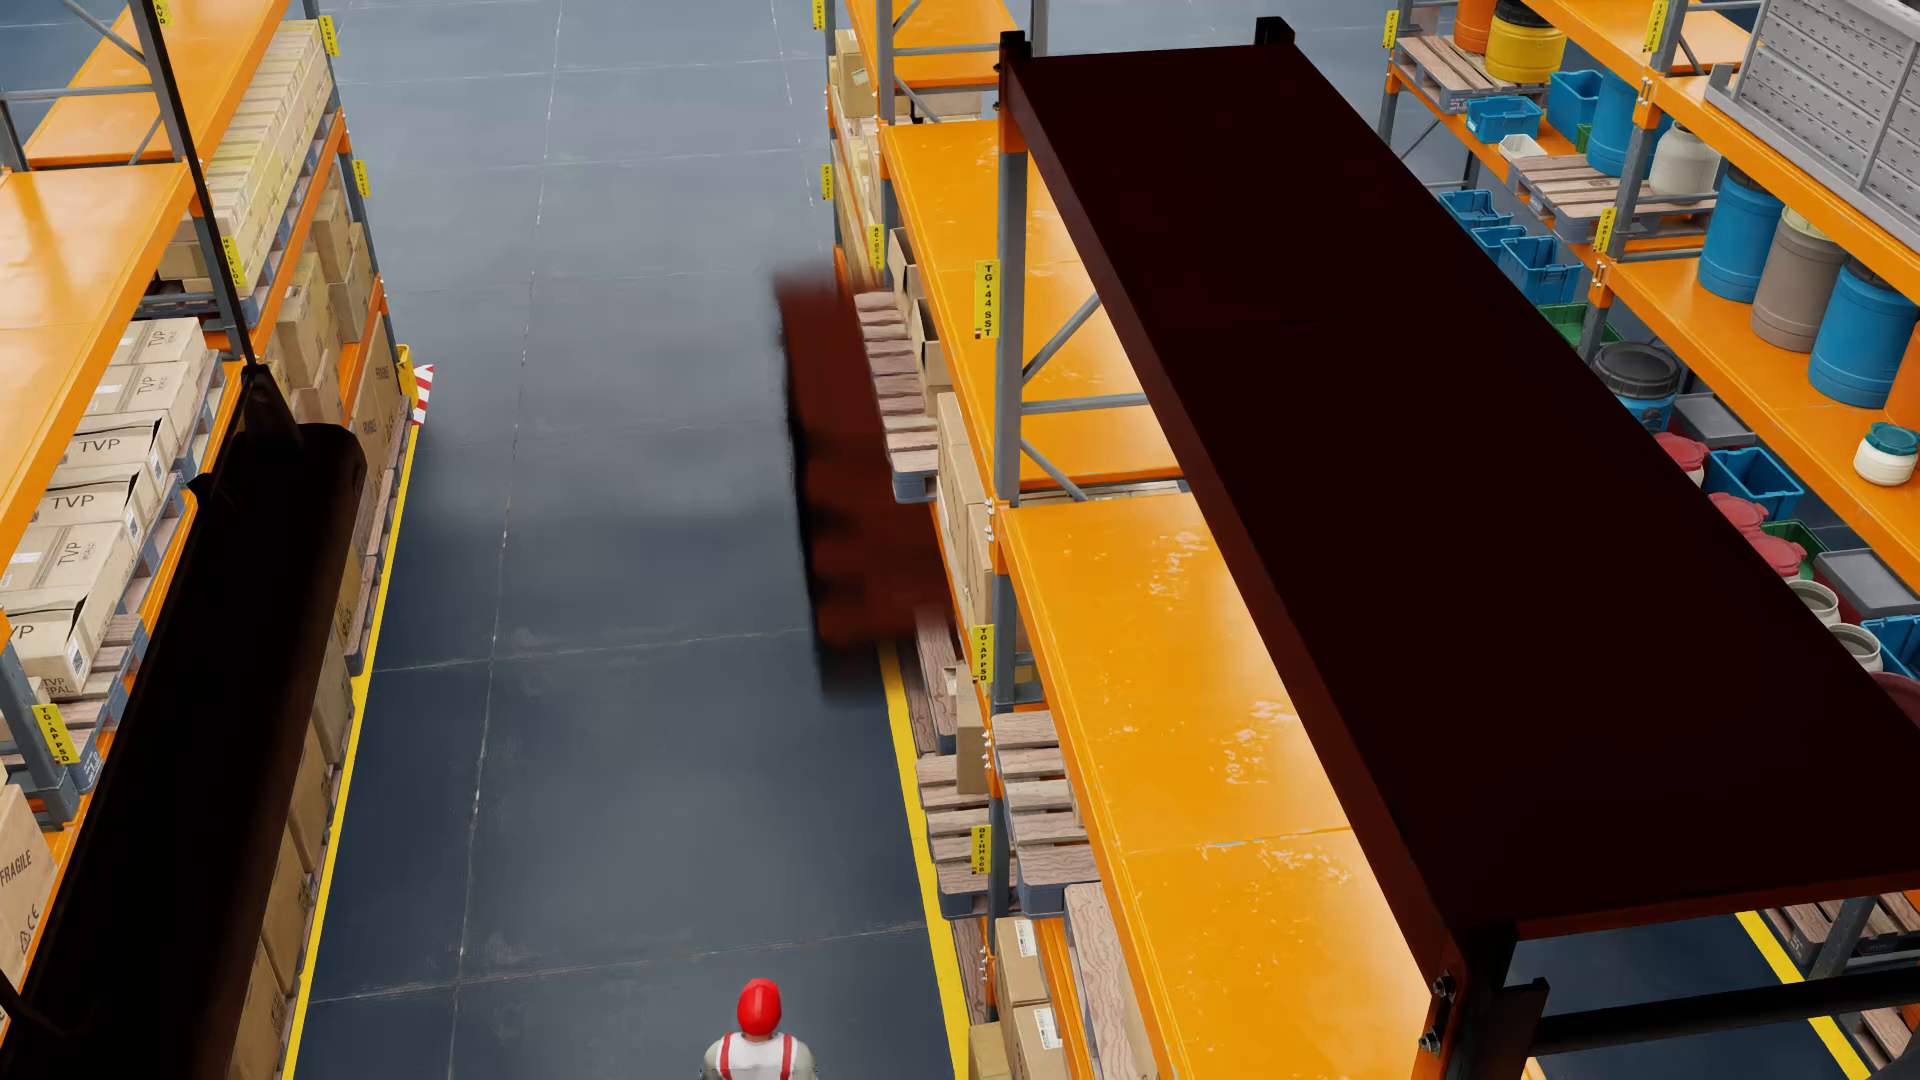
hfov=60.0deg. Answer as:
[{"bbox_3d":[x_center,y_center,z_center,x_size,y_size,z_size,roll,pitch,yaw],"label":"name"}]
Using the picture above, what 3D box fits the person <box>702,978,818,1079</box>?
[{"bbox_3d":[-0.933,2.653,8.091,0.600,1.523,1.049,-5,37,-7],"label":"person"}]
